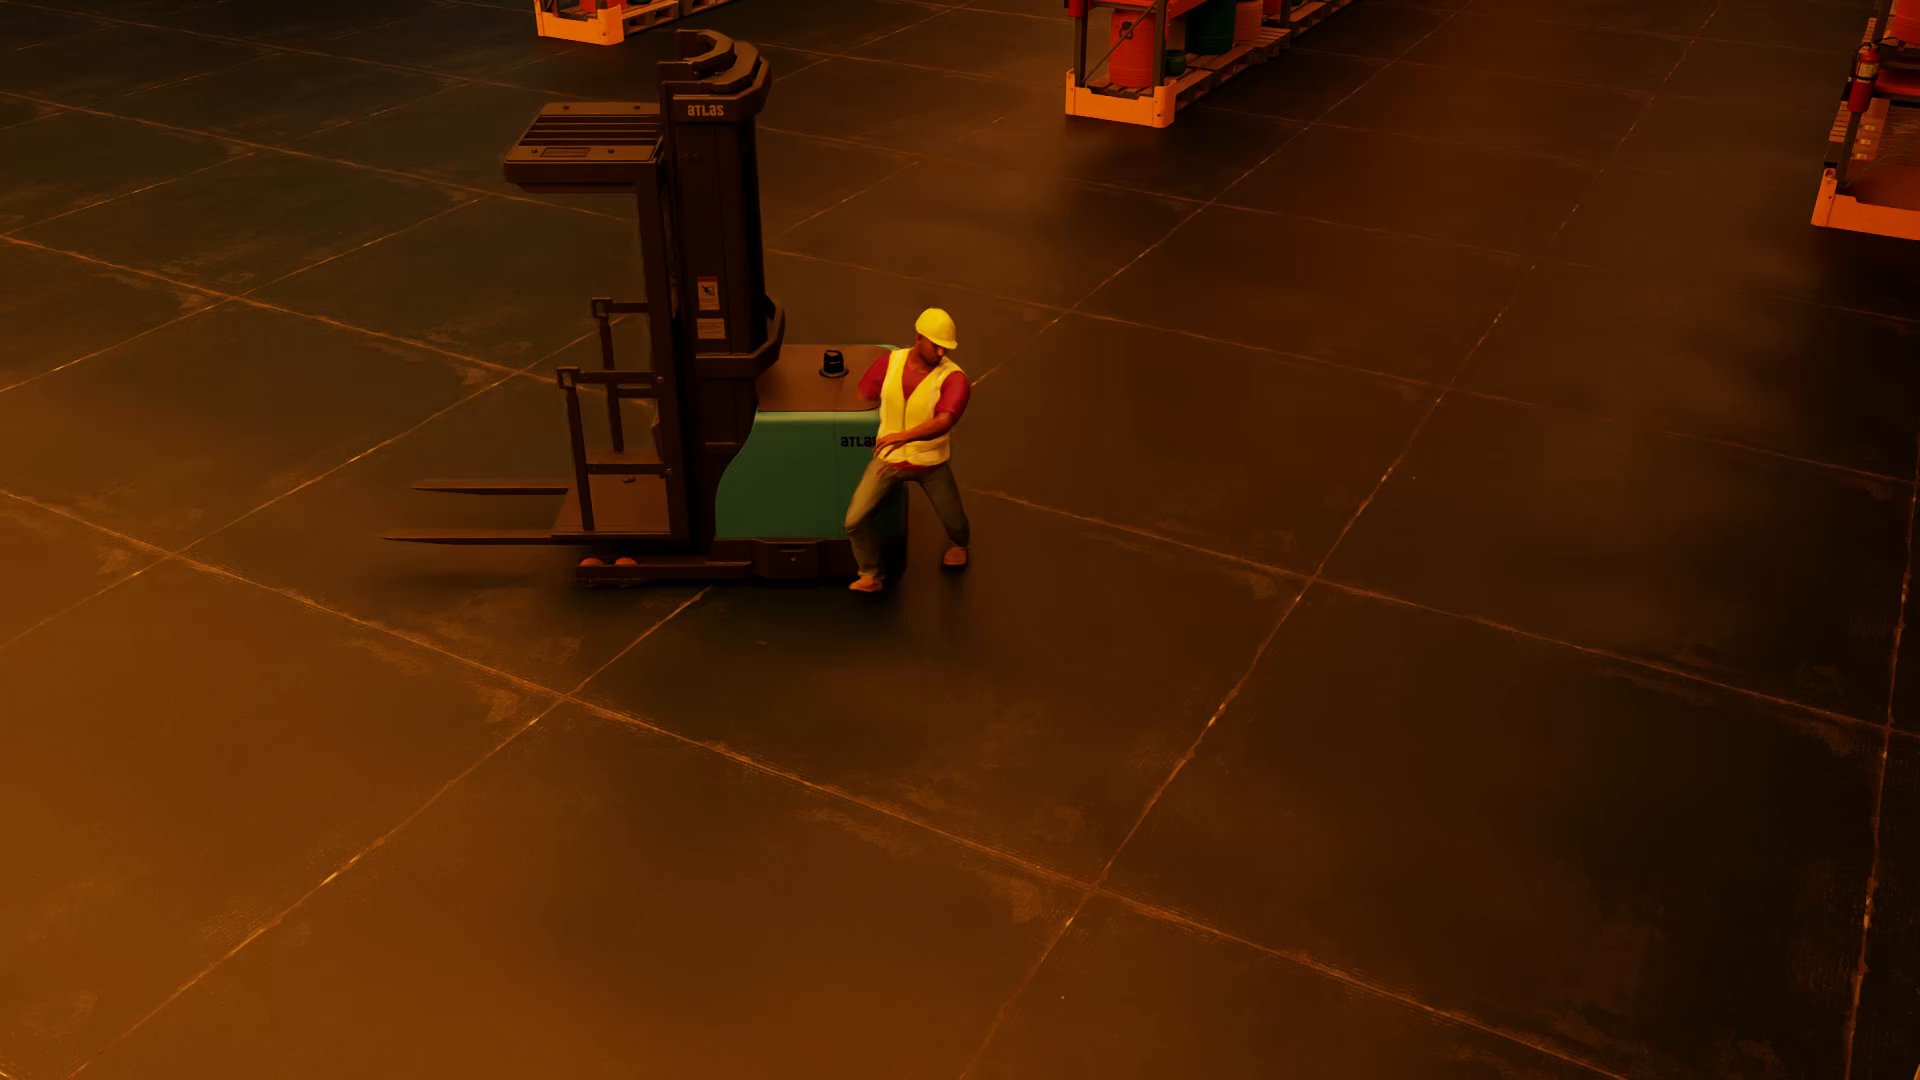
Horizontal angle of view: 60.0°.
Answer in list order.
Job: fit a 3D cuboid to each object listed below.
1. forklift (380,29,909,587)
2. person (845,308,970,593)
[{"bbox_3d":[-1.832,-1.264,9.261,3.031,2.935,1.130,0,30,0],"label":"forklift"},{"bbox_3d":[-0.357,-0.453,9.162,0.800,1.658,0.877,5,30,9],"label":"person"}]
